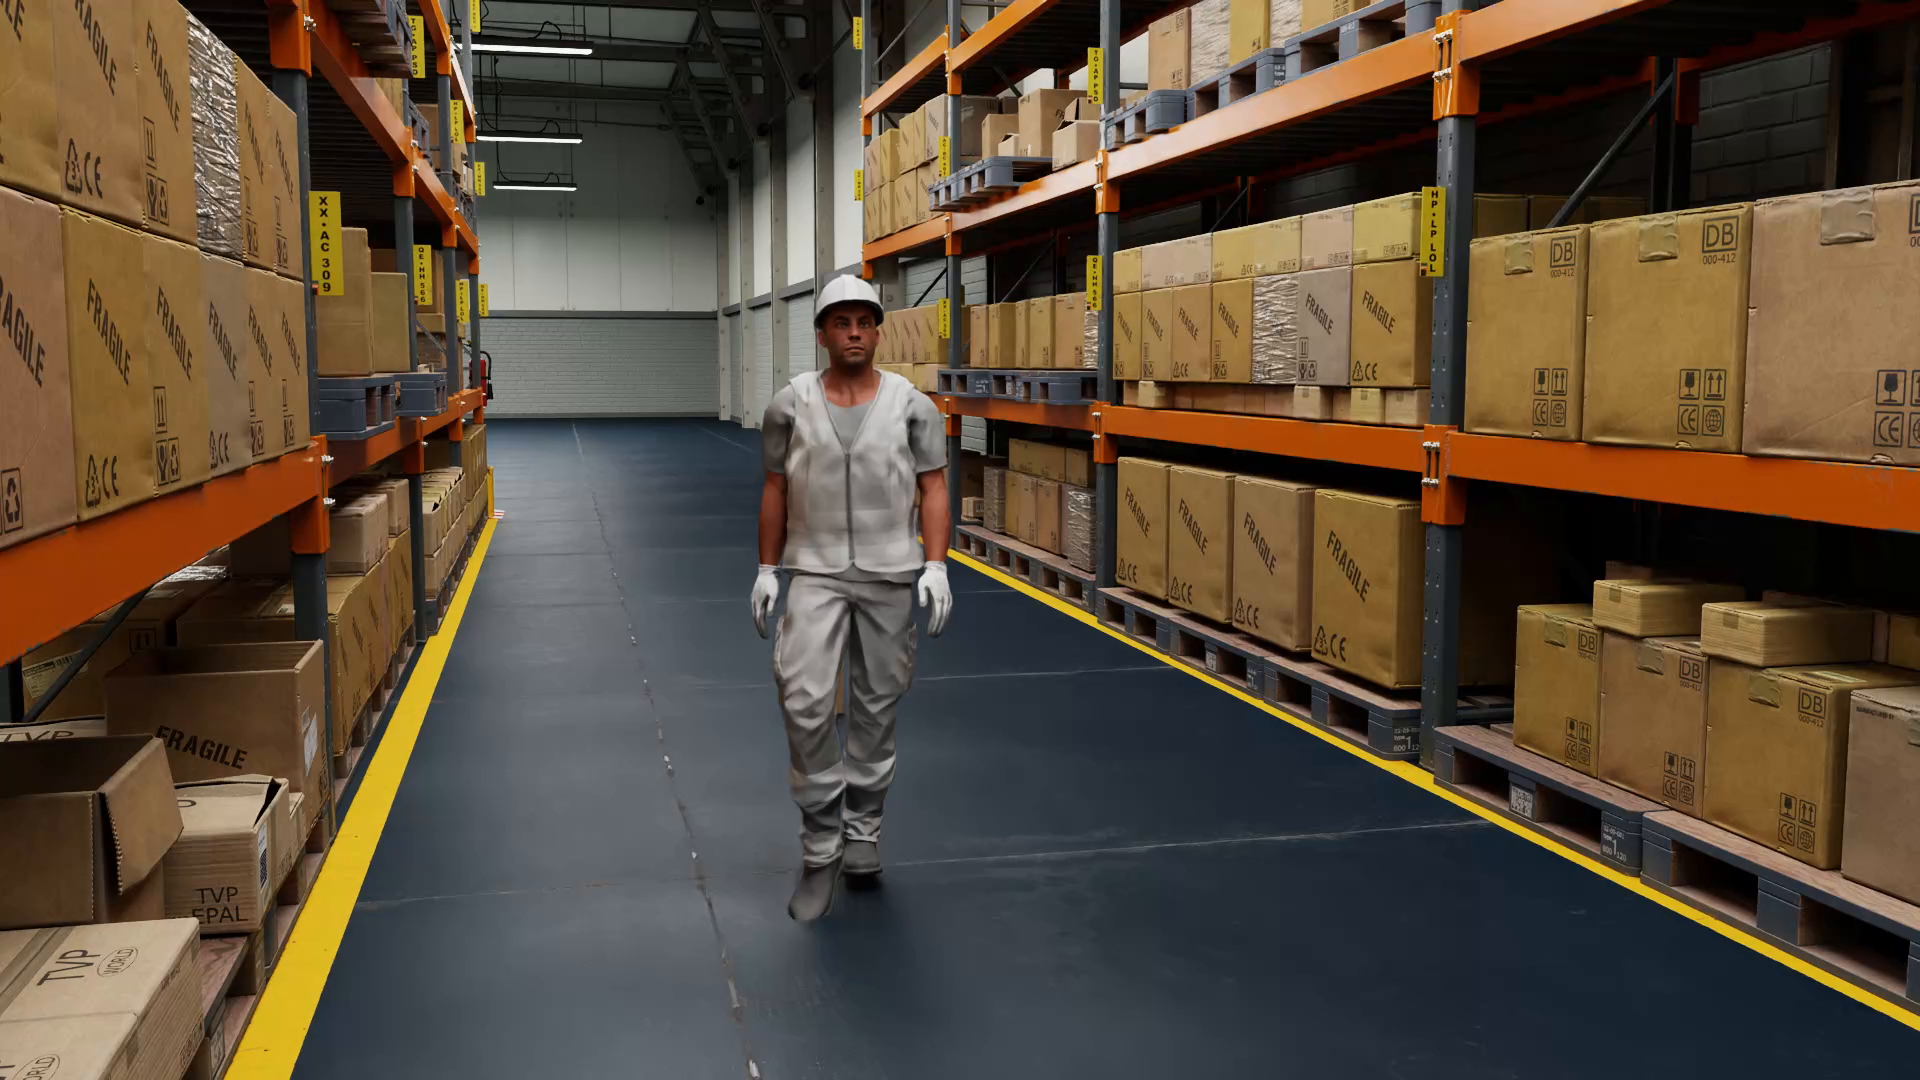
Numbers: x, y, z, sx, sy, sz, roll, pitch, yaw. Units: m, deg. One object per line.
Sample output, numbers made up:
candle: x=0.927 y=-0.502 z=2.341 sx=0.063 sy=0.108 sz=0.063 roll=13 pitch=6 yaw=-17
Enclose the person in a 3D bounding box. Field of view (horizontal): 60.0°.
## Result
person: x=-0.318 y=0.159 z=4.832 sx=0.588 sy=1.846 sz=0.534 roll=-1 pitch=6 yaw=-5
